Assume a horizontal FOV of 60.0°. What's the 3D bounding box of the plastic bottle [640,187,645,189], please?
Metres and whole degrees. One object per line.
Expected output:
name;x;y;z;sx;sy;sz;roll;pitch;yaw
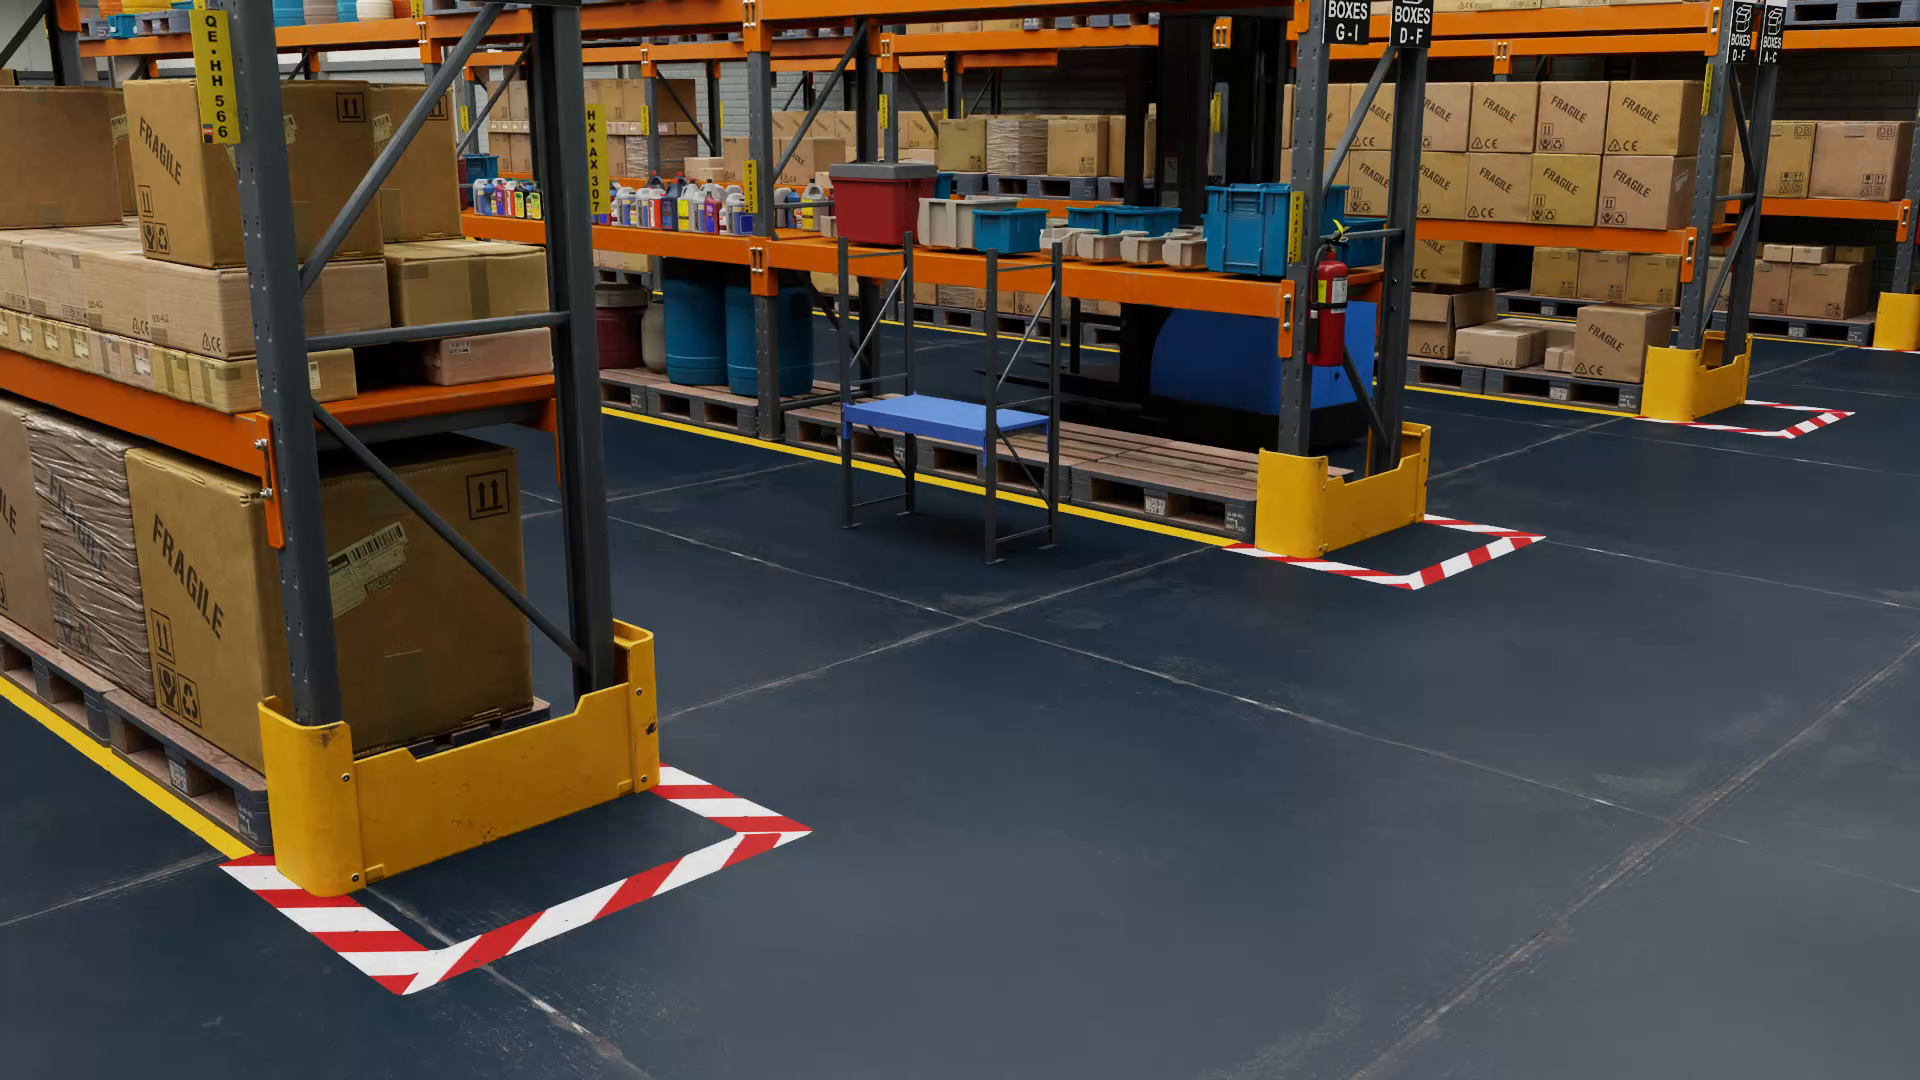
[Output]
plastic bottle;-2.260;-2.381;11.875;0.097;0.271;0.097;0;15;0

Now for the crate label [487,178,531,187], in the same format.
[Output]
crate label;-3.858;-2.951;14.141;0.416;0.233;0.303;14;20;42

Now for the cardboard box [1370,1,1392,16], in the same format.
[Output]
cardboard box;3.400;-4.162;12.804;0.500;0.250;0.500;14;20;42

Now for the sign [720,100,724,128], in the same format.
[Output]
sign;-2.884;-5.111;19.959;0.005;0.325;0.100;14;20;42

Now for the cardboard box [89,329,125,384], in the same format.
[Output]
cardboard box;-2.527;-0.606;5.306;0.250;0.149;0.380;14;20;43

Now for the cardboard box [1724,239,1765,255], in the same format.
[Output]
cardboard box;7.747;-2.892;16.419;0.250;0.149;0.380;14;20;43

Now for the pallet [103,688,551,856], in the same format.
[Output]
pallet;-2.124;0.632;5.586;1.213;0.211;1.003;14;20;42

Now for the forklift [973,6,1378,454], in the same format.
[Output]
forklift;1.331;-2.241;11.219;1.130;2.935;3.031;-12;19;-39

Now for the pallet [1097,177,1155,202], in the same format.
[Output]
pallet;2.006;-3.155;14.974;1.213;0.211;1.003;14;20;42

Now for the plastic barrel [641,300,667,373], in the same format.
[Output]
plastic barrel;-2.170;-1.527;12.444;0.421;0.512;0.421;0;15;0

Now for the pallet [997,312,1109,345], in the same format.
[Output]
pallet;1.011;-2.088;16.028;1.213;0.211;1.003;14;20;42

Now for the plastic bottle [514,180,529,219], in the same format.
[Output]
plastic bottle;-3.330;-2.587;12.642;0.133;0.283;0.061;14;20;42

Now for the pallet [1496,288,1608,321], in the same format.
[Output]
pallet;6.434;-2.492;17.577;1.213;0.211;1.003;14;20;42

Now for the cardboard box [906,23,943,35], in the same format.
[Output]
cardboard box;-0.037;-5.218;16.364;0.500;0.500;0.910;14;20;42

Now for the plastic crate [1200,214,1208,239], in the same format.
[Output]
plastic crate;1.521;-1.656;9.053;0.300;0.233;0.416;14;20;42

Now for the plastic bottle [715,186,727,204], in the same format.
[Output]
plastic bottle;-1.777;-2.415;11.997;0.135;0.276;0.152;14;20;42

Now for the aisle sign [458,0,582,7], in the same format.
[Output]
aisle sign;-1.234;-1.891;4.585;0.004;0.787;0.394;14;20;42

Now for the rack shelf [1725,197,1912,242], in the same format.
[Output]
rack shelf;7.381;-3.290;16.538;4.000;0.370;1.077;14;20;42

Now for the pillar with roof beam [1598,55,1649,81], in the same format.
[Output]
pillar with roof beam;4.057;-6.145;14.168;0.400;9.000;9.100;14;20;42

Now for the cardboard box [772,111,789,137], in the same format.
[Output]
cardboard box;-2.563;-6.251;25.243;0.500;0.500;0.500;14;20;42

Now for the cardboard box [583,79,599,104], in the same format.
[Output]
cardboard box;-4.302;-5.417;20.503;0.500;0.500;0.700;14;20;42

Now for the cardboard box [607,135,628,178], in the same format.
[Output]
cardboard box;-3.962;-4.705;20.341;0.500;0.500;0.700;13;20;42

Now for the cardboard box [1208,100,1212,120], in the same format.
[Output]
cardboard box;3.230;-5.122;19.826;0.500;0.250;0.500;-14;20;-43

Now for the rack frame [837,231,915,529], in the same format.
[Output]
rack frame;-0.427;-0.830;8.642;0.032;1.500;0.500;14;20;42

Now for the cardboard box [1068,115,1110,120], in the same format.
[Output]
cardboard box;1.804;-5.244;21.539;0.500;0.500;0.700;14;20;42

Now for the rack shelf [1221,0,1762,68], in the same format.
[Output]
rack shelf;3.945;-3.842;12.706;4.000;0.370;1.077;14;20;42

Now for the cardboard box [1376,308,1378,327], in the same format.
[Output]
cardboard box;3.652;-1.821;13.932;0.500;0.311;0.500;14;20;42

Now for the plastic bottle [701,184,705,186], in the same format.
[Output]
plastic bottle;-1.902;-2.506;12.356;0.097;0.271;0.097;0;15;0

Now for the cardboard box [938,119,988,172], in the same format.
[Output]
cardboard box;0.157;-3.951;16.614;0.500;0.500;0.700;7;16;24

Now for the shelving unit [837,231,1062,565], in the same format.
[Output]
shelving unit;-0.061;-0.741;8.300;1.048;1.500;0.538;14;20;42

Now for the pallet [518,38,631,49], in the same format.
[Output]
pallet;-4.760;-6.256;20.718;1.213;0.211;1.003;14;20;42

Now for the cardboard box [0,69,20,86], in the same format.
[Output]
cardboard box;-4.839;-1.935;7.723;0.637;0.503;0.797;13;19;41

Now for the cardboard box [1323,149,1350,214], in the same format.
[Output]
cardboard box;3.054;-2.909;13.451;0.500;0.500;0.500;14;20;43

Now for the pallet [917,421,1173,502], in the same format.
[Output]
pallet;0.503;-0.506;9.954;1.213;0.211;1.003;14;20;42

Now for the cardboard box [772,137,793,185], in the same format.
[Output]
cardboard box;-1.973;-4.220;18.481;0.500;0.500;0.500;14;20;42

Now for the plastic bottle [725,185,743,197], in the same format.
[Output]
plastic bottle;-1.671;-2.442;12.103;0.135;0.276;0.152;14;20;42

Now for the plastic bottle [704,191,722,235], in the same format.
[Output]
plastic bottle;-1.642;-2.176;11.067;0.133;0.283;0.061;14;20;42

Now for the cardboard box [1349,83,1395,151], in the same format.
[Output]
cardboard box;3.390;-3.307;12.994;0.500;0.500;0.500;13;19;41

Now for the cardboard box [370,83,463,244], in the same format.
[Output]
cardboard box;-2.012;-1.246;5.485;0.500;0.500;0.500;13;19;41

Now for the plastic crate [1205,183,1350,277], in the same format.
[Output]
plastic crate;1.573;-1.561;8.285;0.499;0.435;0.616;14;20;42

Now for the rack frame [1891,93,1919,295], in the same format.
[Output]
rack frame;8.820;-3.288;15.104;0.127;3.000;1.000;14;20;42

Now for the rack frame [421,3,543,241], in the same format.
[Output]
rack frame;-3.815;-2.890;13.576;0.127;3.000;1.000;14;20;42

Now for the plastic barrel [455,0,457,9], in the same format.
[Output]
plastic barrel;-4.028;-4.301;13.347;0.294;0.245;0.294;0;15;0

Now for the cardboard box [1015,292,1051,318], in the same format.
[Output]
cardboard box;0.873;-2.391;15.744;0.500;0.500;0.500;13;19;40

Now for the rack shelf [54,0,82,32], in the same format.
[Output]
rack shelf;-2.934;-2.045;5.808;4.000;0.370;1.077;14;20;42

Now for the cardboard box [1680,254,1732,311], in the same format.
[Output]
cardboard box;7.524;-2.562;16.440;0.500;0.500;0.700;13;19;40

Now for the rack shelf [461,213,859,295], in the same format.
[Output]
rack shelf;-2.375;-2.192;12.323;4.000;0.370;1.077;14;20;42

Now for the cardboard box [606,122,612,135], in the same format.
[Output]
cardboard box;-4.155;-4.995;20.167;0.250;0.149;0.380;14;20;42

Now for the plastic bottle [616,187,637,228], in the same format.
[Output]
plastic bottle;-2.334;-2.357;11.775;0.135;0.276;0.152;14;20;42

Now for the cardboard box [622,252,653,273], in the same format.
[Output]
cardboard box;-3.739;-3.403;20.164;0.500;0.250;0.500;14;20;42

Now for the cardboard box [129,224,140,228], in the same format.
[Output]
cardboard box;-2.769;-1.064;6.275;0.500;0.250;0.500;13;20;41

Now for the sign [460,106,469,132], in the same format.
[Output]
sign;-6.523;-5.546;21.896;0.005;0.325;0.100;14;20;42

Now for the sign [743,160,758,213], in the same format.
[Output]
sign;-1.319;-2.225;10.472;0.005;0.325;0.100;14;20;42
